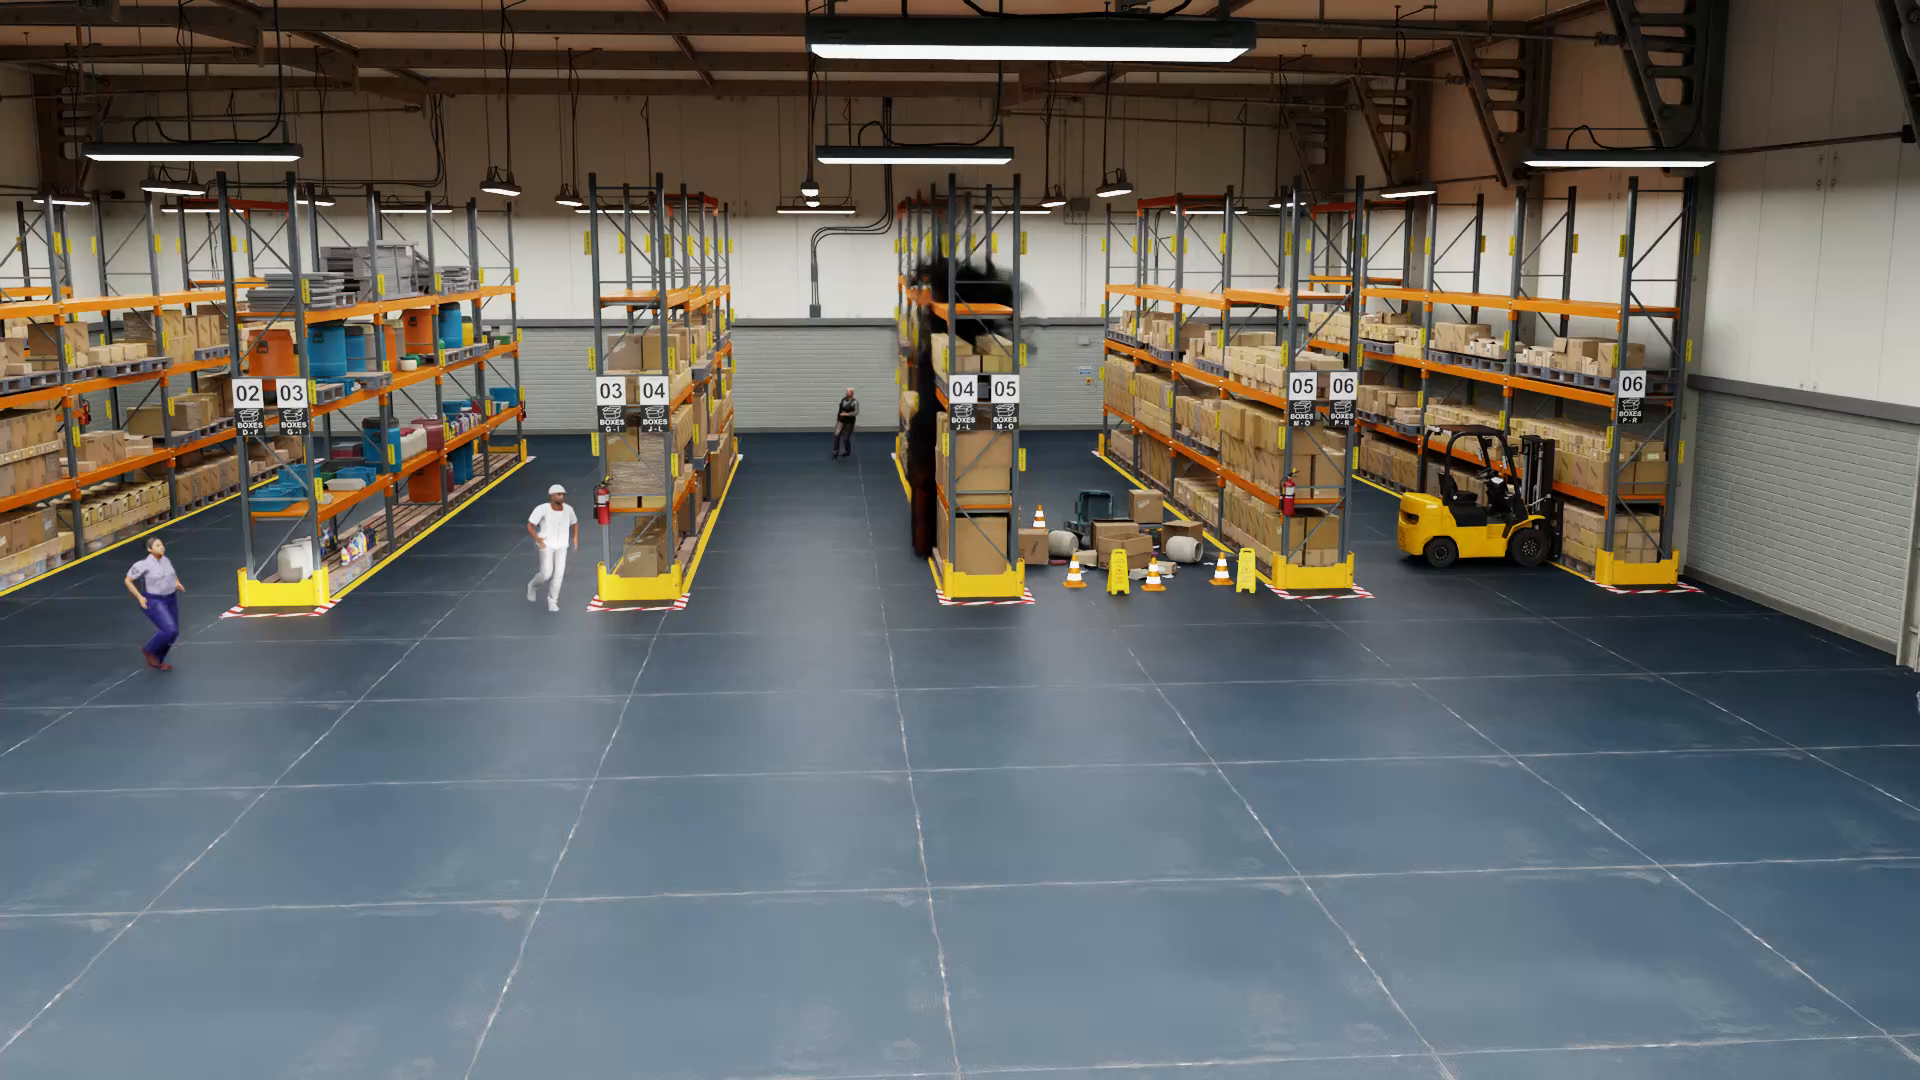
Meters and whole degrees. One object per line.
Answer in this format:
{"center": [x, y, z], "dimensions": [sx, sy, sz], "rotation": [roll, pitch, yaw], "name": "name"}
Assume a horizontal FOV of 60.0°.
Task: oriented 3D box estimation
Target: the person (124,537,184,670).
{"center": [-9.456, 0.763, 19.725], "dimensions": [0.574, 1.606, 0.593], "rotation": [3, 10, 16], "name": "person"}

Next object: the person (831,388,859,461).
{"center": [-2.680, -2.746, 39.312], "dimensions": [0.646, 1.712, 0.798], "rotation": [4, 11, 21], "name": "person"}

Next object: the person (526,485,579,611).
{"center": [-5.687, 0.081, 23.317], "dimensions": [0.750, 1.734, 0.713], "rotation": [-8, 13, -37], "name": "person"}
